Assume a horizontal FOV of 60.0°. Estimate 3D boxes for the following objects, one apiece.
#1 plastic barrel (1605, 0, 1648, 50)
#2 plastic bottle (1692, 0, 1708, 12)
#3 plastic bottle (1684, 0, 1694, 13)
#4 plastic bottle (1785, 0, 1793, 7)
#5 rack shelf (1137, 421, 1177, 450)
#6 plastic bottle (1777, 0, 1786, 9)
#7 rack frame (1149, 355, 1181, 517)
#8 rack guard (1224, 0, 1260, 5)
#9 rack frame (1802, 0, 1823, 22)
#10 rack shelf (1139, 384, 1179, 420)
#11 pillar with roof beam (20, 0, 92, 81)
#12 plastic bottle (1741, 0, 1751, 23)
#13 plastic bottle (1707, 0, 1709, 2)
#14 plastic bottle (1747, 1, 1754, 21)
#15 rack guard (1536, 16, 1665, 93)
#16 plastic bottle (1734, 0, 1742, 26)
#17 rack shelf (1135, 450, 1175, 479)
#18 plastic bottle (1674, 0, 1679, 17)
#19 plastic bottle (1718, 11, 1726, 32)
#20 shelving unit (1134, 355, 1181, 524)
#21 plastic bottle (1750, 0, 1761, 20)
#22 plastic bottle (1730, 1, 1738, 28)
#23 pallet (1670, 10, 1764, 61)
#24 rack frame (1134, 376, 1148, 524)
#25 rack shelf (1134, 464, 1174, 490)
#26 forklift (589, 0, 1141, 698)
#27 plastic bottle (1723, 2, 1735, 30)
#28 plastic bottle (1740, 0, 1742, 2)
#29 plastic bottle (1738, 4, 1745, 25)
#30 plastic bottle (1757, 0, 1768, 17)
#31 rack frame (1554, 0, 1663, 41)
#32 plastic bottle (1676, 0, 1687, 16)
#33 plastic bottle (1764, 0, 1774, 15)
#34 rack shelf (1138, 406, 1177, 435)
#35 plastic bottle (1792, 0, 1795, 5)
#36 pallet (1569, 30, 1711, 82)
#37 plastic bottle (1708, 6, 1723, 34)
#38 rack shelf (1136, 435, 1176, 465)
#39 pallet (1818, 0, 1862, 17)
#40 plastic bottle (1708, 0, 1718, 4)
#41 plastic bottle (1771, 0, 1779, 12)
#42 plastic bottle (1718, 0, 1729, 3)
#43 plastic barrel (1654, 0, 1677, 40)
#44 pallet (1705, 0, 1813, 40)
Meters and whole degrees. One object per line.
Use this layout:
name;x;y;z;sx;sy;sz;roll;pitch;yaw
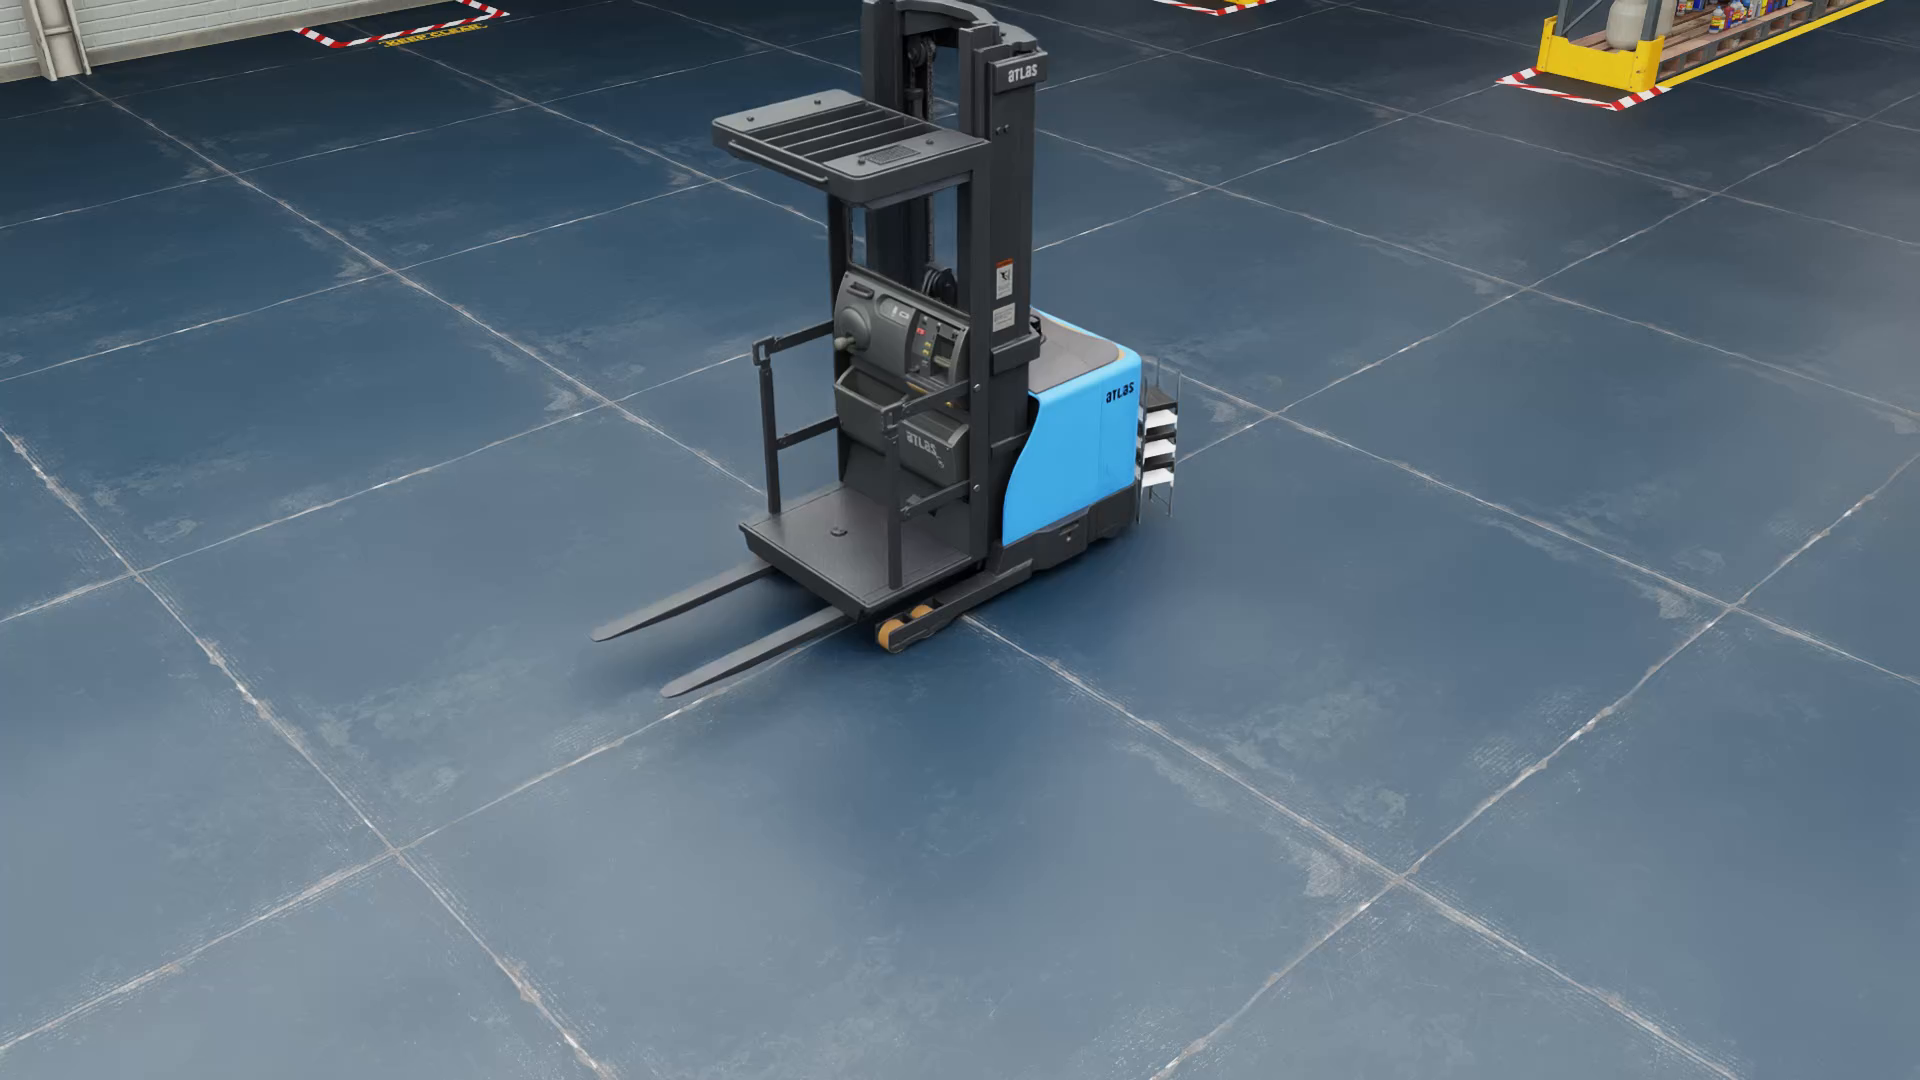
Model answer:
plastic barrel;6.873;-5.328;17.070;0.421;0.512;0.421;0;31;0
plastic bottle;8.170;-5.999;18.374;0.135;0.276;0.152;-26;40;-35
plastic bottle;8.029;-5.918;18.314;0.097;0.201;0.097;0;31;0
plastic bottle;9.247;-6.098;18.530;0.133;0.283;0.061;-24;39;-33
rack shelf;1.053;-0.603;9.255;0.200;0.077;0.258;-13;32;-21
plastic bottle;9.099;-6.085;18.444;0.185;0.351;0.144;-27;41;-37
rack frame;1.145;-0.575;9.320;0.006;0.900;0.240;-13;32;-21
rack guard;3.060;-6.769;19.840;0.348;0.500;1.175;-26;40;-35
rack frame;9.375;-7.366;18.421;0.127;3.000;1.000;-26;40;-35
rack shelf;1.052;-0.760;9.166;0.200;0.077;0.258;-13;32;-21
pillar with roof beam;-6.241;-6.973;12.027;0.400;9.000;9.100;-26;40;-35
plastic bottle;8.457;-5.724;17.929;0.097;0.271;0.097;0;31;0
plastic bottle;8.363;-6.229;18.680;0.144;0.351;0.185;27;41;37
plastic bottle;8.532;-5.730;18.007;0.097;0.201;0.097;0;31;0
rack guard;6.466;-4.926;16.827;0.348;0.500;1.175;-26;40;-35
plastic bottle;8.308;-5.652;17.812;0.097;0.271;0.097;0;31;0
rack shelf;1.053;-0.447;9.344;0.200;0.077;0.258;-13;32;-21
plastic bottle;7.767;-5.834;18.097;0.133;0.283;0.061;-26;40;-35
plastic bottle;8.060;-5.502;17.633;0.097;0.201;0.097;0;31;0
shelving unit;1.053;-0.554;9.283;0.210;0.900;0.258;-13;32;-21
plastic bottle;8.600;-5.815;18.073;0.135;0.276;0.152;-25;39;-35
plastic bottle;8.235;-5.617;17.754;0.097;0.271;0.097;0;31;0
pallet;7.960;-5.520;18.074;1.213;0.211;1.003;-26;40;-35
rack frame;0.960;-0.533;9.246;0.006;0.900;0.240;-13;32;-21
rack shelf;1.053;-0.368;9.388;0.200;0.077;0.258;-13;32;-21
forklift;-0.452;-0.993;8.065;3.031;2.935;1.130;-25;39;-35
plastic bottle;8.162;-5.574;17.672;0.133;0.283;0.061;-25;39;-35
plastic bottle;8.527;-5.858;18.137;0.133;0.283;0.061;-26;40;-35
plastic bottle;8.381;-5.658;17.887;0.097;0.201;0.097;0;31;0
plastic bottle;8.722;-5.903;18.145;0.185;0.351;0.144;-26;40;-36
rack frame;6.442;-5.948;16.101;0.127;3.000;1.000;-26;40;-35
plastic bottle;7.895;-5.848;18.198;0.097;0.201;0.097;0;31;0
plastic bottle;8.867;-5.915;18.230;0.133;0.283;0.061;-23;38;-32
rack shelf;1.052;-0.682;9.211;0.200;0.077;0.258;-13;32;-21
plastic bottle;9.321;-6.112;18.631;0.097;0.201;0.097;0;31;0
pallet;7.065;-5.089;17.370;1.213;0.211;1.003;-26;40;-35
plastic bottle;7.984;-5.495;17.555;0.097;0.271;0.097;0;31;0
rack shelf;1.053;-0.525;9.299;0.200;0.077;0.258;-13;32;-21
pallet;9.925;-6.470;19.629;1.213;0.211;1.003;-26;40;-35
plastic bottle;8.477;-6.165;18.650;0.097;0.271;0.097;0;31;0
plastic bottle;8.958;-6.017;18.333;0.144;0.351;0.185;27;40;37
plastic bottle;8.599;-6.241;18.699;0.185;0.351;0.144;-26;40;-35
plastic barrel;7.241;-5.506;17.361;0.421;0.512;0.421;0;31;0
pallet;8.855;-5.954;18.785;1.213;0.211;1.003;-26;40;-35
